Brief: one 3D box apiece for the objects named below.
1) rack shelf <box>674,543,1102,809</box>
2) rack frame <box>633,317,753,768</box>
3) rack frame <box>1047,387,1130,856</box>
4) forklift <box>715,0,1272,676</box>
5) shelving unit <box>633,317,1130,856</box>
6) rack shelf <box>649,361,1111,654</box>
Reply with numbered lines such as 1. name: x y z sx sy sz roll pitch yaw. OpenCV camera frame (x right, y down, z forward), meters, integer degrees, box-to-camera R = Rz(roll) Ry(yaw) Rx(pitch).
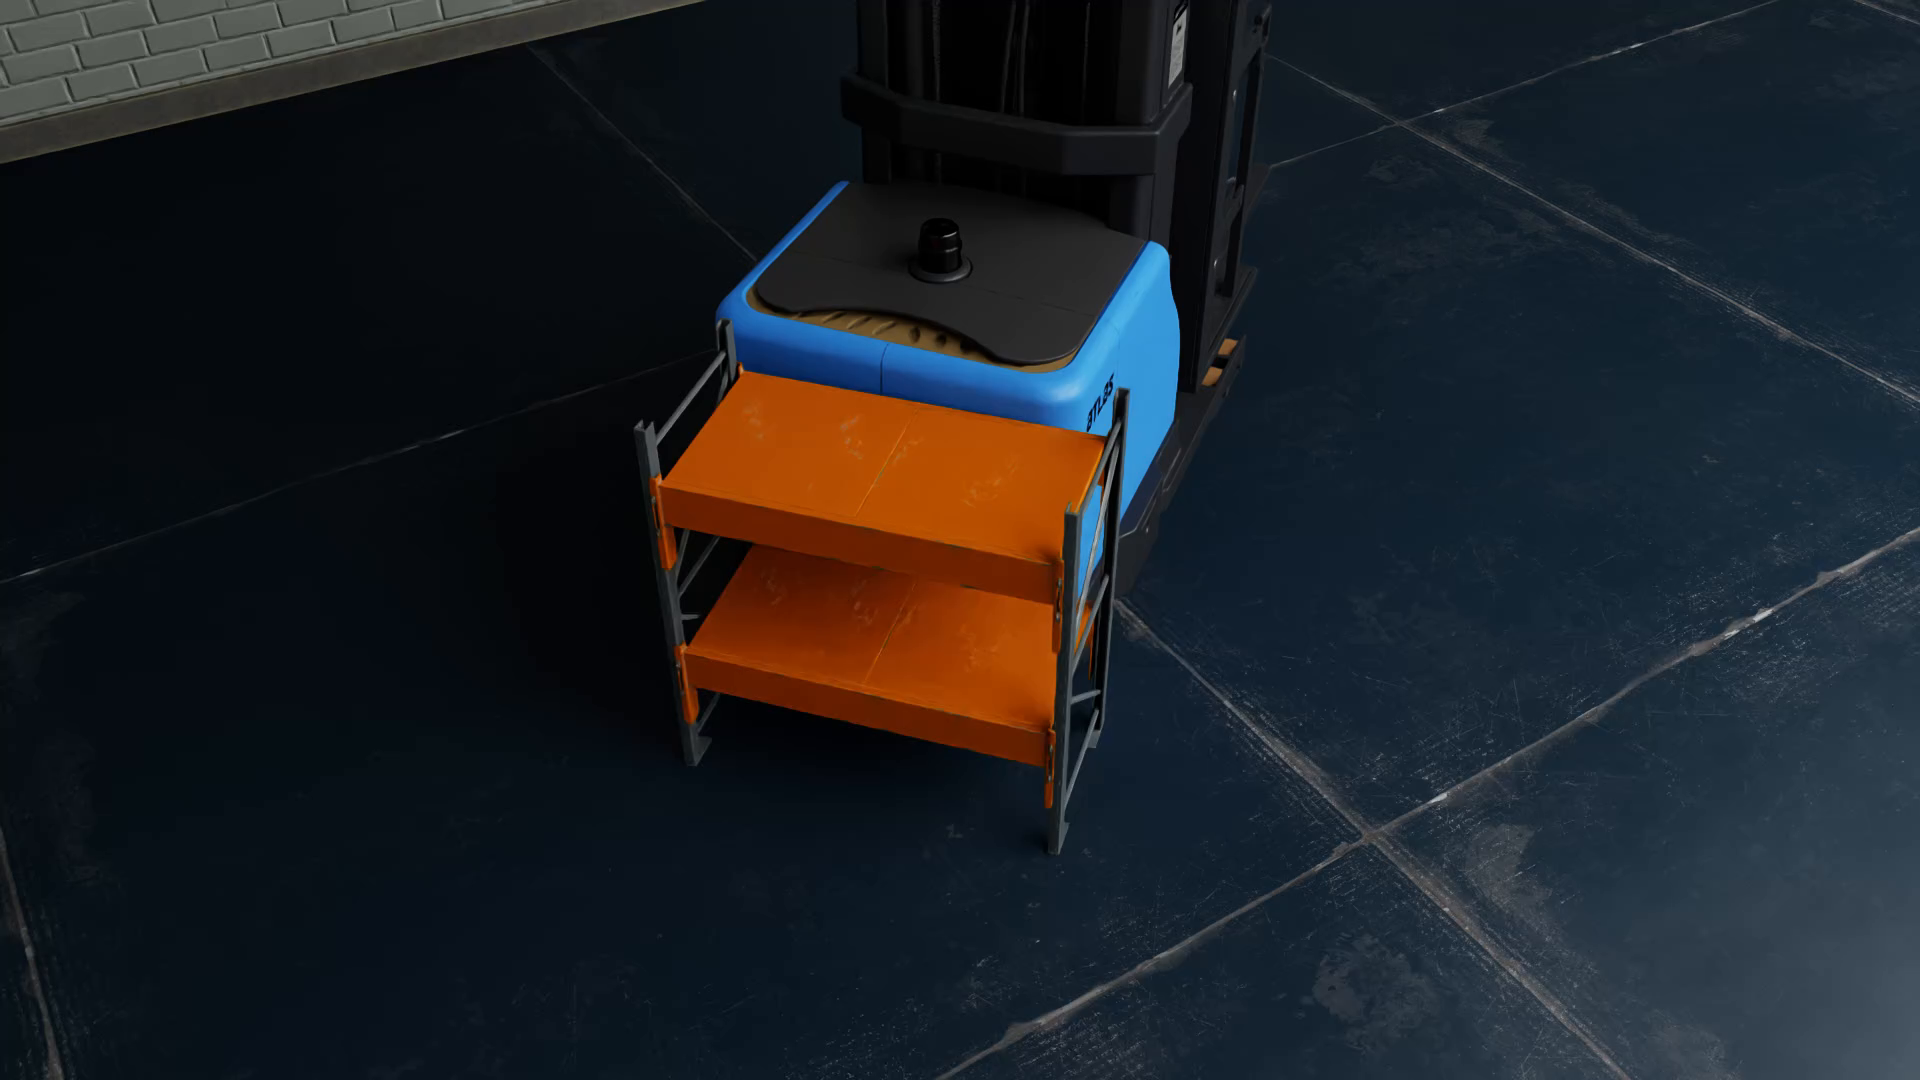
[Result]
1. rack shelf: -0.172 0.316 4.375 1.000 0.278 0.538 11 41 13
2. rack frame: -0.657 0.030 4.335 0.032 1.125 0.500 11 41 13
3. rack frame: 0.313 0.225 4.101 0.032 1.125 0.500 11 41 13
4. forklift: 0.368 -1.656 4.948 1.130 2.935 3.031 15 42 17
5. shelving unit: -0.172 0.128 4.218 1.048 1.125 0.538 11 41 13
6. rack shelf: -0.172 -0.097 4.031 1.000 0.278 0.538 11 41 13
